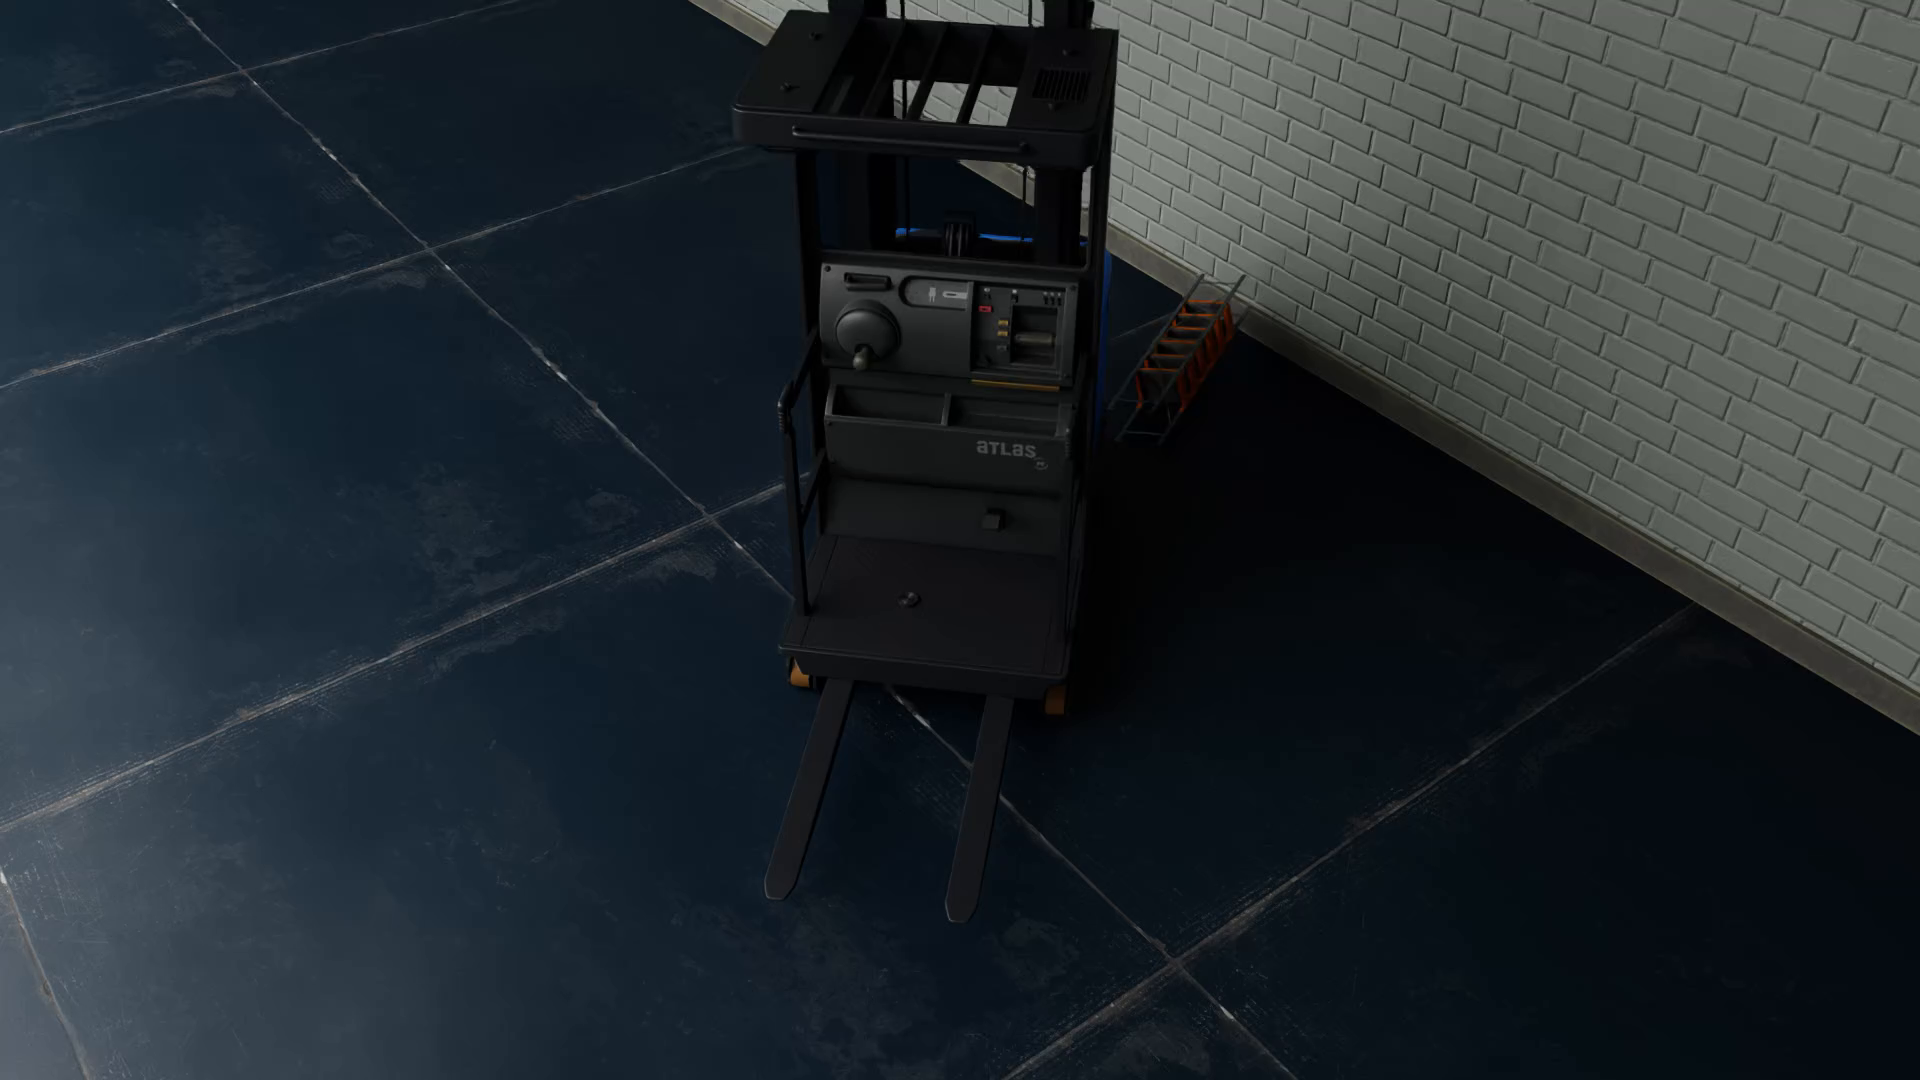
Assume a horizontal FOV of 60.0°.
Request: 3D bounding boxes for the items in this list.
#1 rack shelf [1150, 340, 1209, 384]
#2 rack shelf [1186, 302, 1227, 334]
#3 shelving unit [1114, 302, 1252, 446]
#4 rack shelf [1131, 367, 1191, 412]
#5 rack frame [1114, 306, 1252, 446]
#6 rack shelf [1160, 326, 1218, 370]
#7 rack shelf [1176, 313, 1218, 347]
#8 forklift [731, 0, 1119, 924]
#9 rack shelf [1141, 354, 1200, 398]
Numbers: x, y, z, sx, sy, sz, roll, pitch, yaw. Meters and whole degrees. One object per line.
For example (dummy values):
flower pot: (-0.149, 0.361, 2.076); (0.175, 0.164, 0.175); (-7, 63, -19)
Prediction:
rack shelf: (1.057, -0.867, 8.036); (0.258, 0.180, 0.103); (7, 43, 31)
rack shelf: (1.233, -1.104, 8.275); (0.199, 0.166, 0.020); (7, 43, 31)
shelving unit: (1.078, -0.893, 8.065); (0.258, 0.184, 1.200); (7, 43, 31)
rack shelf: (0.947, -0.717, 7.885); (0.258, 0.180, 0.103); (7, 43, 31)
rack frame: (1.101, -0.823, 8.117); (0.240, 0.006, 1.200); (7, 43, 31)
rack shelf: (1.113, -0.941, 8.112); (0.258, 0.180, 0.103); (7, 43, 31)
rack shelf: (1.181, -1.033, 8.204); (0.221, 0.171, 0.034); (7, 43, 31)
forklift: (-0.074, -0.649, 5.835); (1.129, 2.797, 3.031); (6, 40, 7)
rack shelf: (1.002, -0.792, 7.960); (0.258, 0.180, 0.103); (7, 43, 31)
